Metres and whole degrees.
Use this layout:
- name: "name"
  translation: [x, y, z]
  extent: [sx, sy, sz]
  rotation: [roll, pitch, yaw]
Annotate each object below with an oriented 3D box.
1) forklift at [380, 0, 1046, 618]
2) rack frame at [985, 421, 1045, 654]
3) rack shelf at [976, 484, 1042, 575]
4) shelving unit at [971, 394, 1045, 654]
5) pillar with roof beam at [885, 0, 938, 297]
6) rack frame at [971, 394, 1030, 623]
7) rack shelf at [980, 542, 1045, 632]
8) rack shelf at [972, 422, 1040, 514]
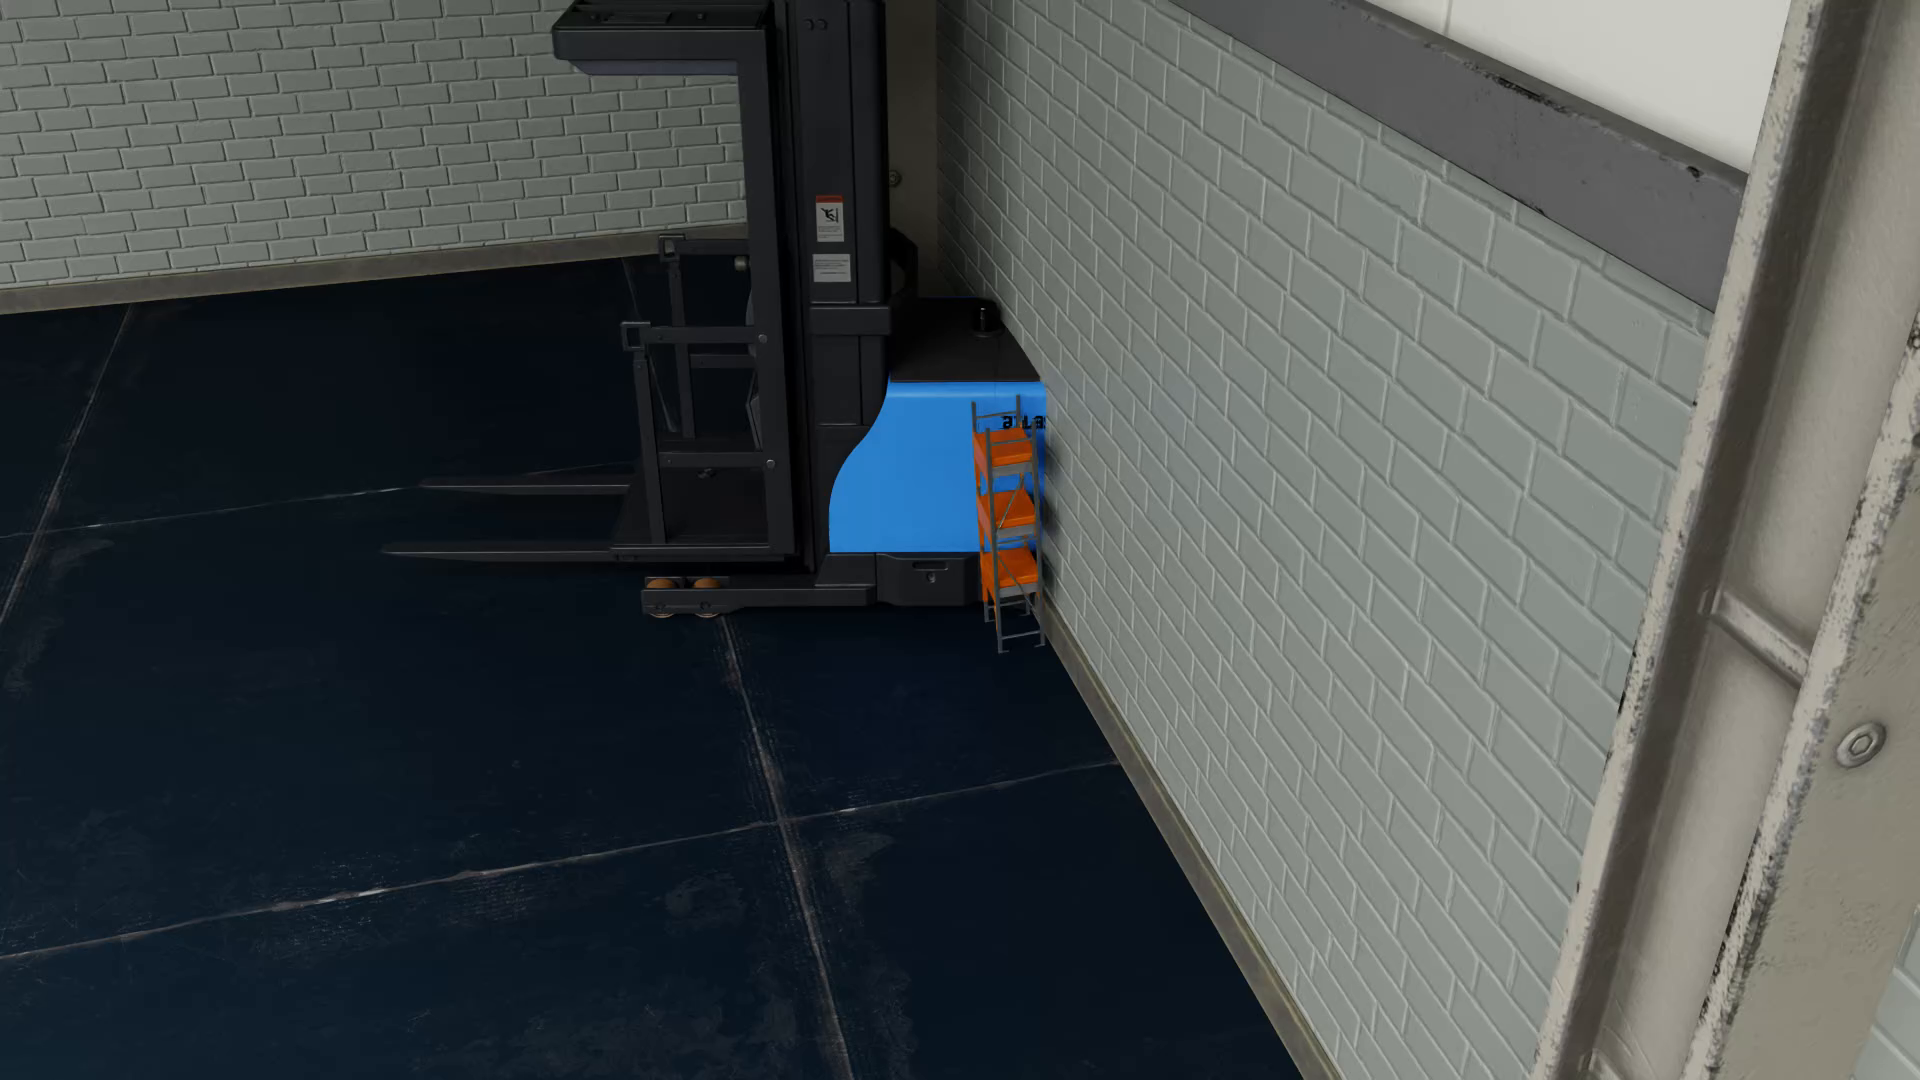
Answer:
- name: "forklift"
  translation: [-1.009, -1.200, 6.897]
  extent: [3.031, 2.935, 1.130]
  rotation: [0, 30, -1]
- name: "rack frame"
  translation: [0.226, 0.006, 6.679]
  extent: [0.200, 1.050, 0.008]
  rotation: [-9, 31, -9]
- name: "rack shelf"
  translation: [0.201, -0.045, 6.787]
  extent: [0.215, 0.259, 0.240]
  rotation: [-9, 31, -9]
- name: "shelving unit"
  translation: [0.200, -0.054, 6.782]
  extent: [0.215, 1.050, 0.252]
  rotation: [-9, 31, -9]
- name: "pillar with roof beam"
  translation: [-4.453, -3.912, 5.526]
  extent: [9.100, 9.000, 0.400]
  rotation: [-8, 31, -13]
- name: "rack frame"
  translation: [0.174, -0.113, 6.885]
  extent: [0.200, 1.050, 0.008]
  rotation: [-9, 31, -9]
- name: "rack shelf"
  translation: [0.217, 0.194, 6.929]
  extent: [0.215, 0.259, 0.240]
  rotation: [-9, 31, -9]
- name: "rack shelf"
  translation: [0.183, -0.288, 6.642]
  extent: [0.215, 0.259, 0.240]
  rotation: [-9, 31, -9]
